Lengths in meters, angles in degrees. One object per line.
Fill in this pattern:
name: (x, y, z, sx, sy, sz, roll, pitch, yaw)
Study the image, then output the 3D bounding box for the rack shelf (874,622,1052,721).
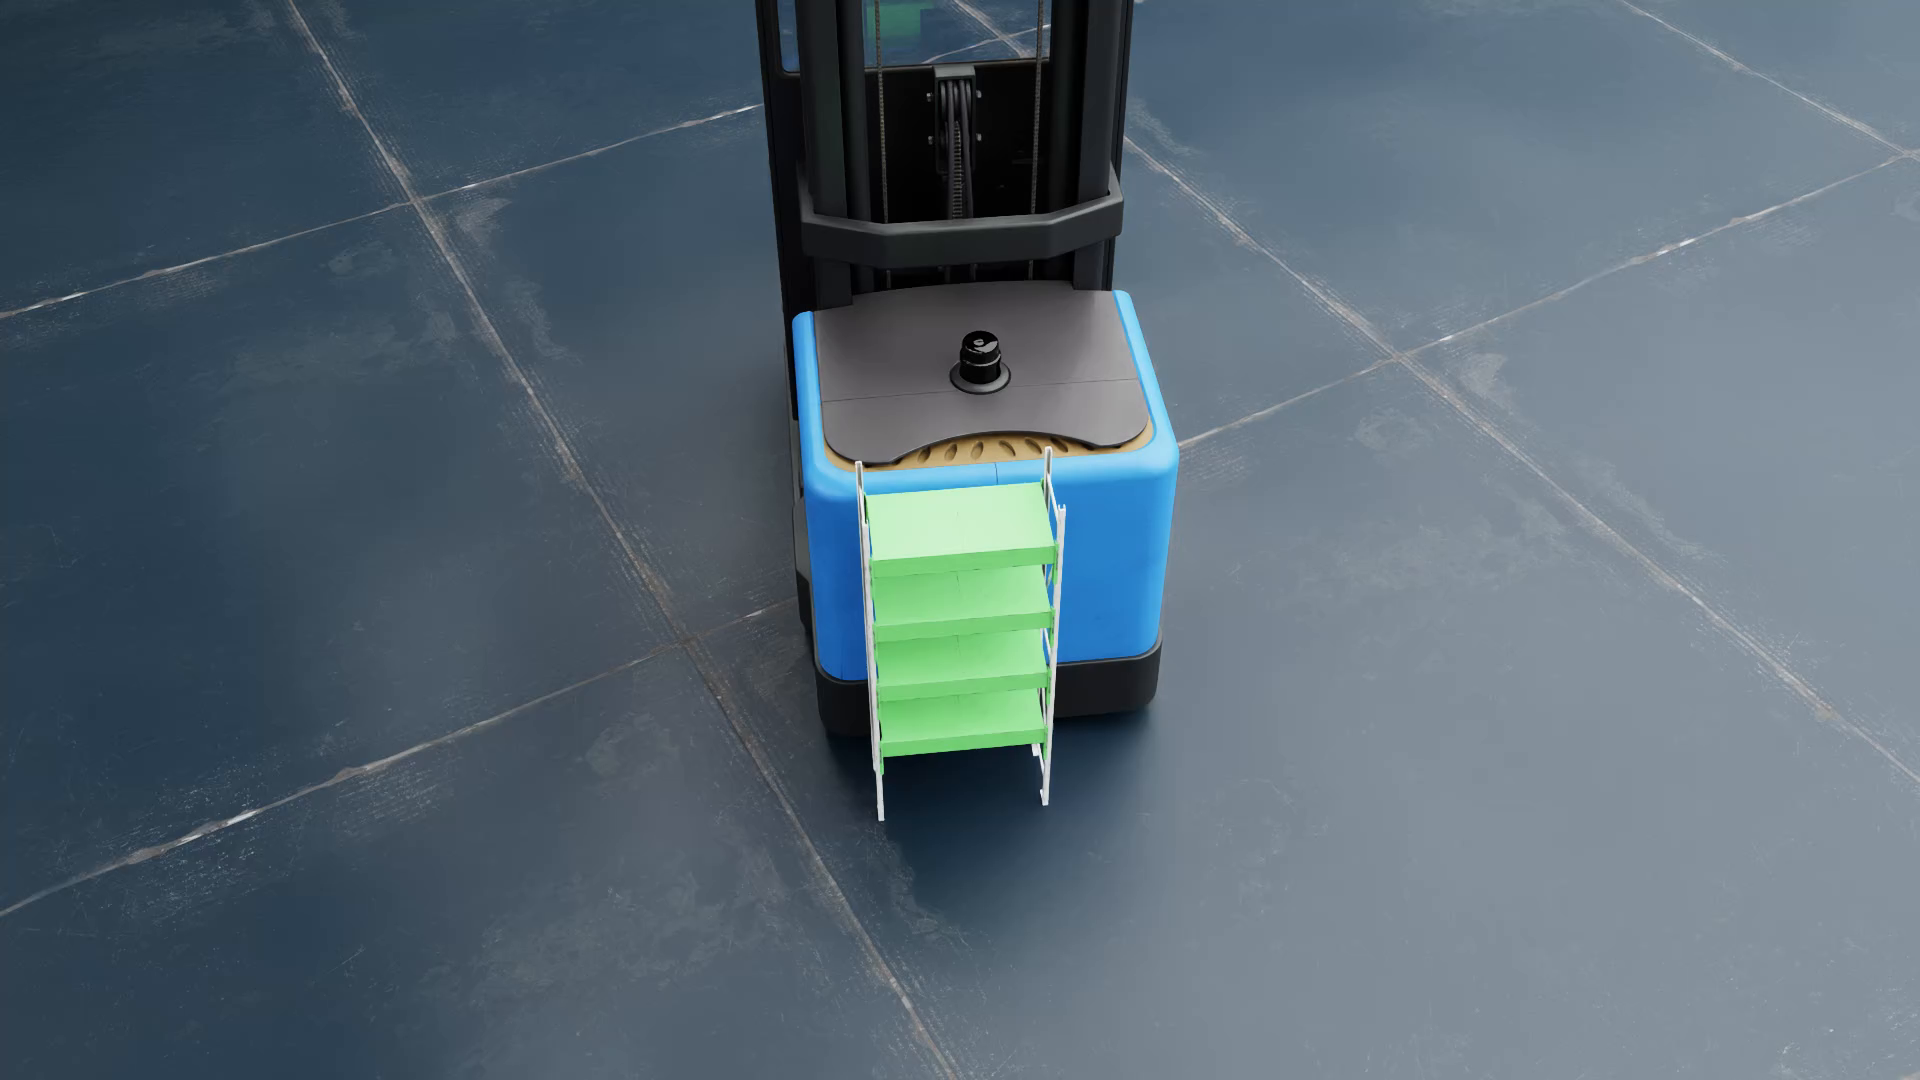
rack shelf: (-0.003, 0.340, 4.630, 0.480, 0.148, 0.258, -5, 44, -5)

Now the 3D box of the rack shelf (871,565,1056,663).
rack shelf: (-0.003, 0.168, 4.463, 0.480, 0.148, 0.258, -5, 44, -5)

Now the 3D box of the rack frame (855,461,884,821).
rack frame: (-0.245, 0.313, 4.565, 0.015, 1.200, 0.240, -5, 44, -5)

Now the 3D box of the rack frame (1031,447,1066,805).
rack frame: (0.240, 0.274, 4.606, 0.015, 1.200, 0.240, -5, 44, -5)

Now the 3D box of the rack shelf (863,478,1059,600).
rack shelf: (-0.003, -0.005, 4.296, 0.480, 0.148, 0.258, -5, 44, -5)

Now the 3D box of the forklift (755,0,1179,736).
forklift: (-0.072, -1.488, 5.179, 1.130, 2.935, 3.031, -5, 44, -5)

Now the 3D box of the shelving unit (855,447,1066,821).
shelving unit: (-0.003, 0.294, 4.586, 0.503, 1.200, 0.258, -5, 44, -5)

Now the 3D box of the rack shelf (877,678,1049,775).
rack shelf: (-0.003, 0.512, 4.797, 0.480, 0.148, 0.258, -5, 44, -5)
